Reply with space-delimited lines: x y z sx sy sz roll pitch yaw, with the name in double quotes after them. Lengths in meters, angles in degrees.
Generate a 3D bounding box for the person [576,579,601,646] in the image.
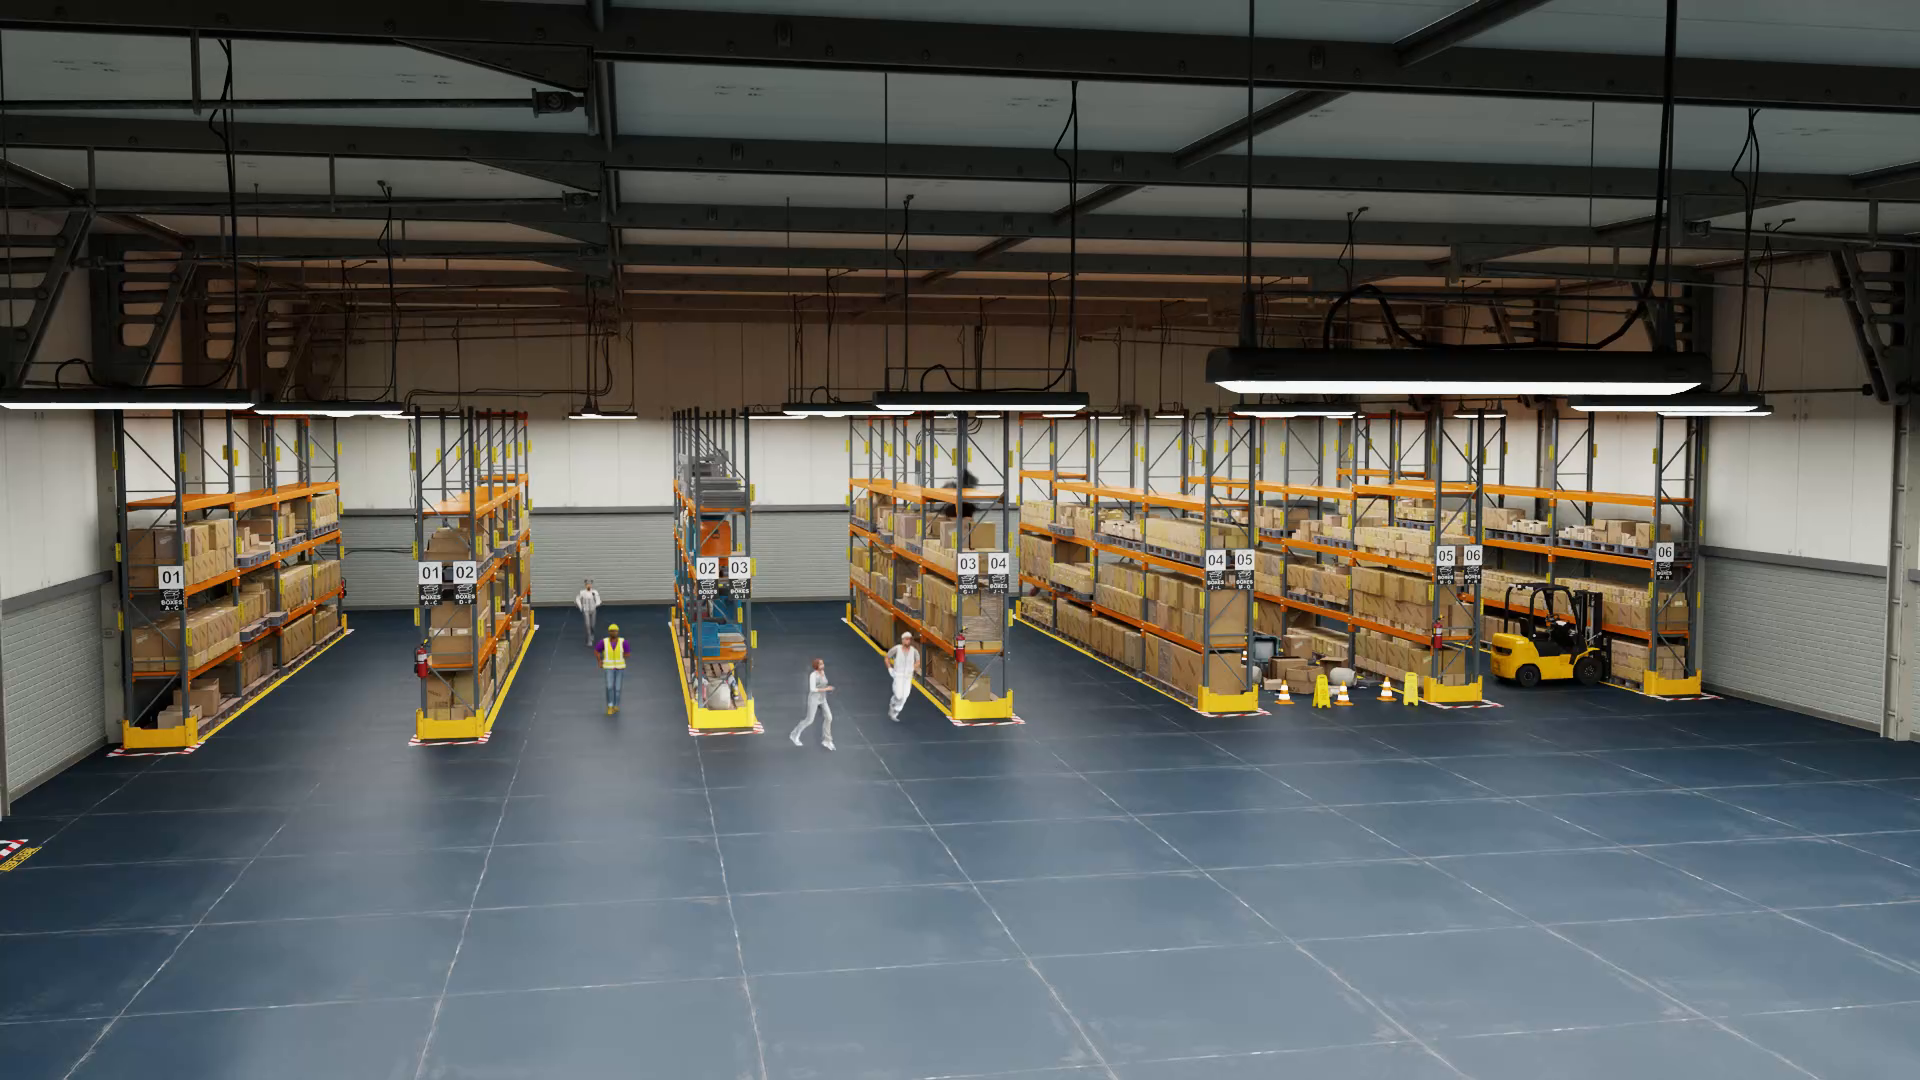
-9.556 1.843 42.813 0.620 1.695 0.774 -1 4 -18 "person"

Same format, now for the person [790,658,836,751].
-2.545 2.858 29.052 0.850 1.630 0.549 2 5 27 "person"

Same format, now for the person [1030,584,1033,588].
2.328 1.379 50.032 0.422 1.604 0.643 1 4 20 "person"

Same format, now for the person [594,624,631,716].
-6.759 2.541 32.474 0.676 1.794 0.684 -1 4 -19 "person"

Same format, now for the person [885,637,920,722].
-1.063 2.629 31.671 0.664 1.671 0.535 -1 4 -18 "person"
